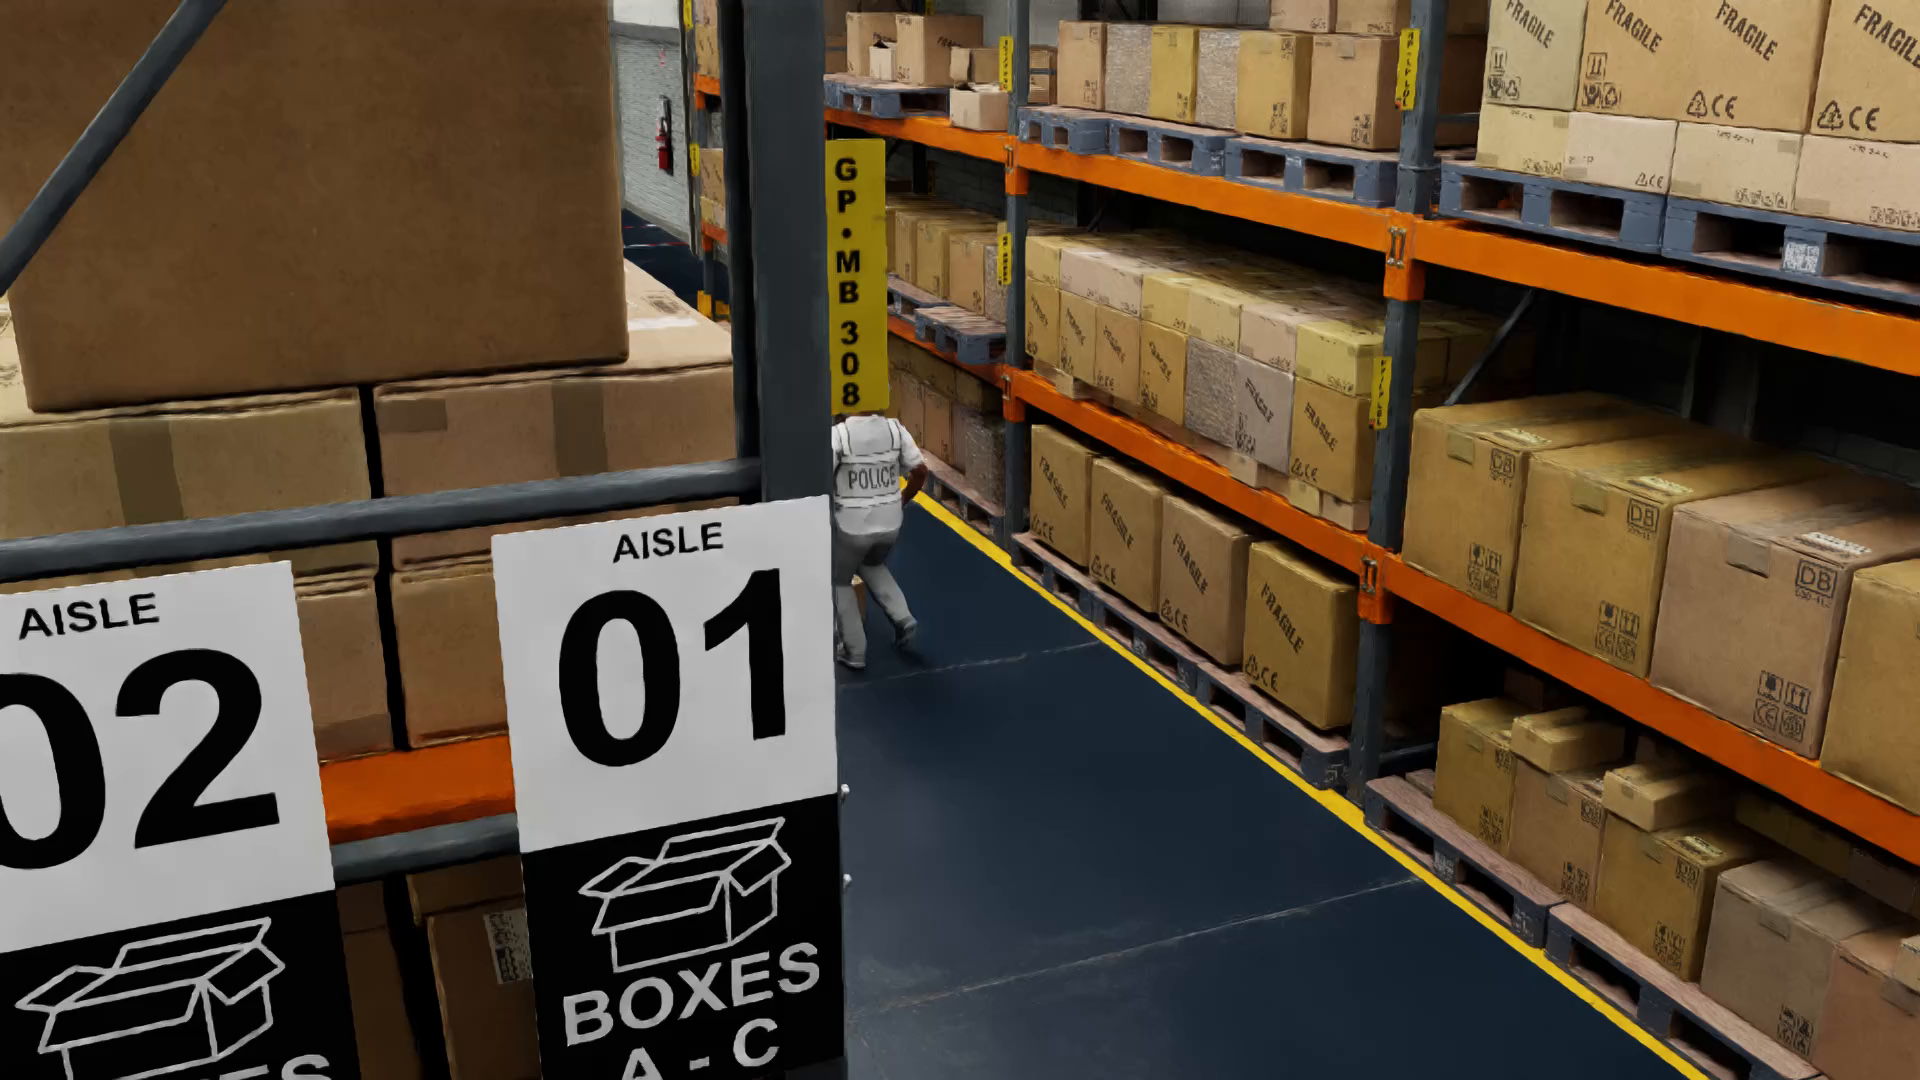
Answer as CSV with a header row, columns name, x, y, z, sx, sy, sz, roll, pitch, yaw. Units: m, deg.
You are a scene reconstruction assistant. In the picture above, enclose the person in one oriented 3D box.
name,x,y,z,sx,sy,sz,roll,pitch,yaw
person,-0.581,-0.118,9.418,0.711,1.753,0.488,-12,22,-32
